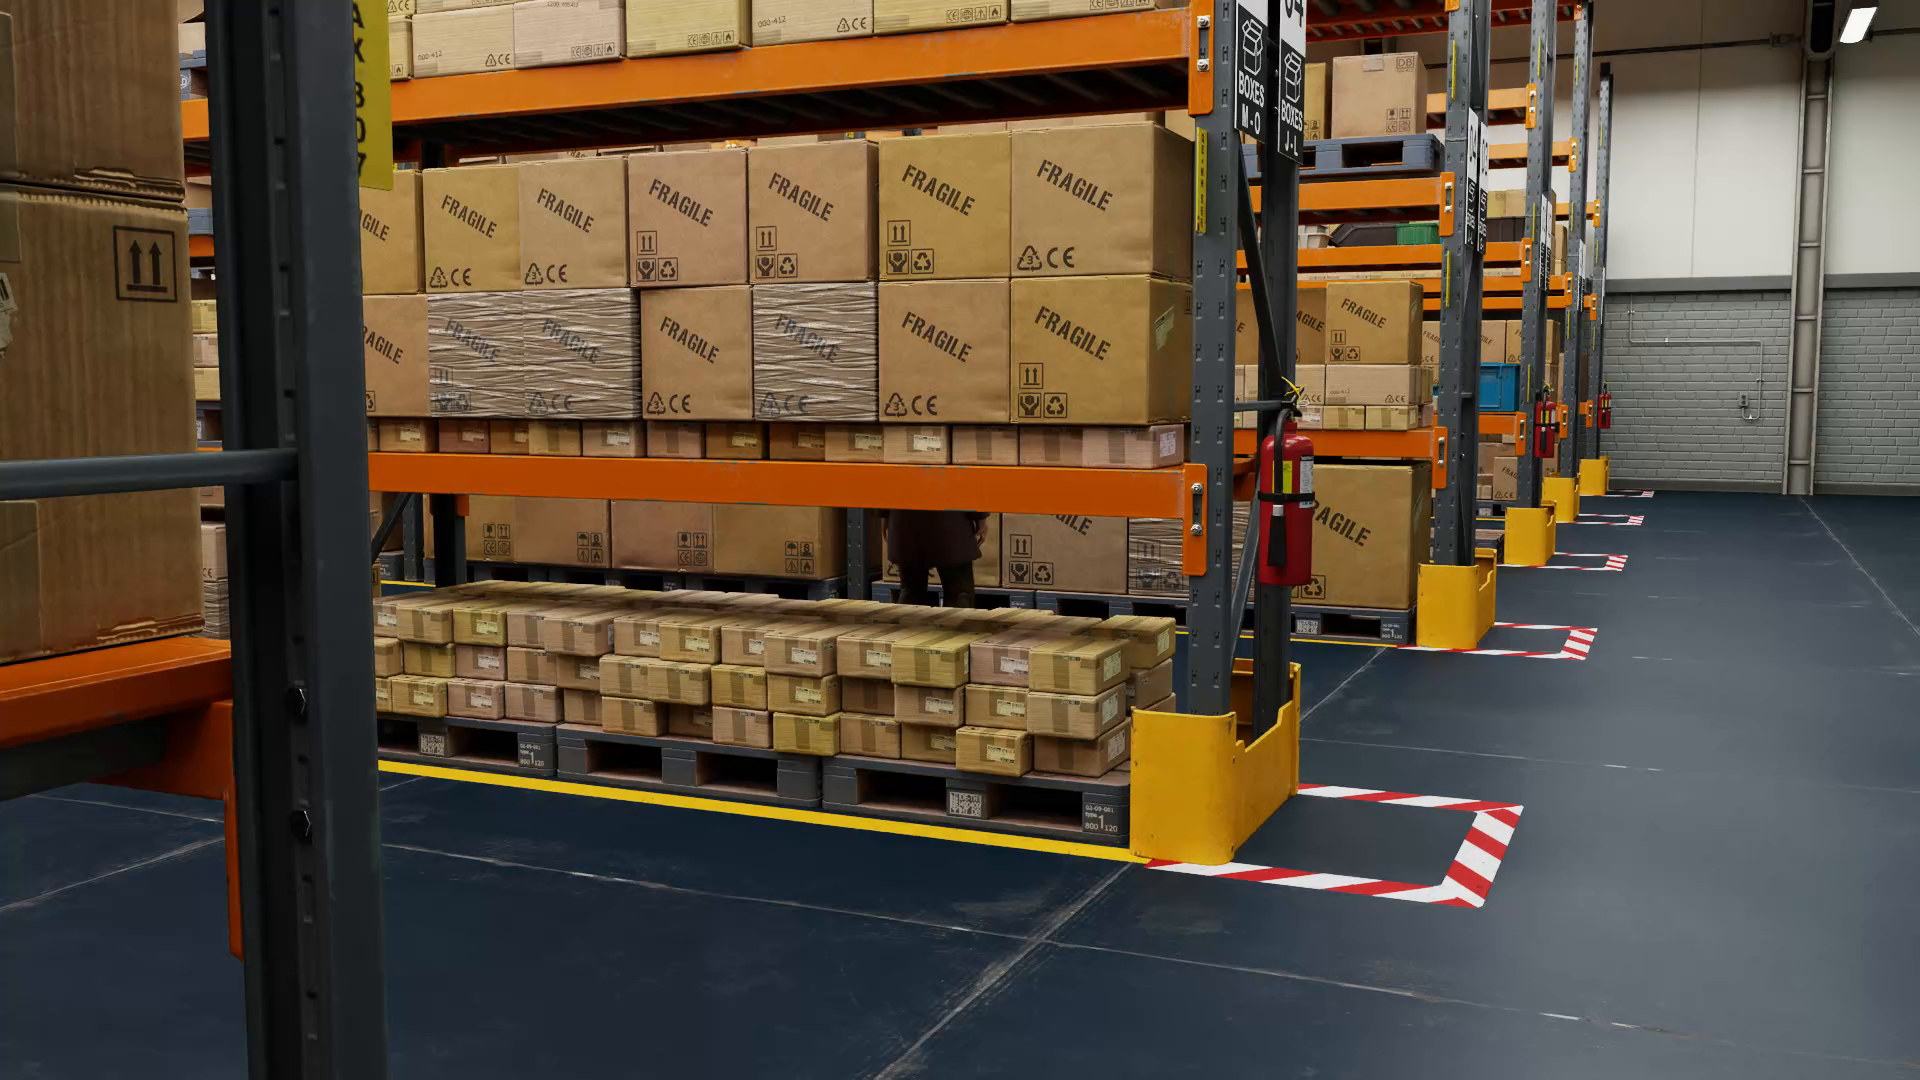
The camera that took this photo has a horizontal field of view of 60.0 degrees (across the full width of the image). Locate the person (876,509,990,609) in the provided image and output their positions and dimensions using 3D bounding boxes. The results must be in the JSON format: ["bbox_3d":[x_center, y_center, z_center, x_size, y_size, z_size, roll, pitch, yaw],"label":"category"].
[{"bbox_3d":[-0.145,-0.110,8.625,0.640,1.773,0.426,2,6,23],"label":"person"}]
